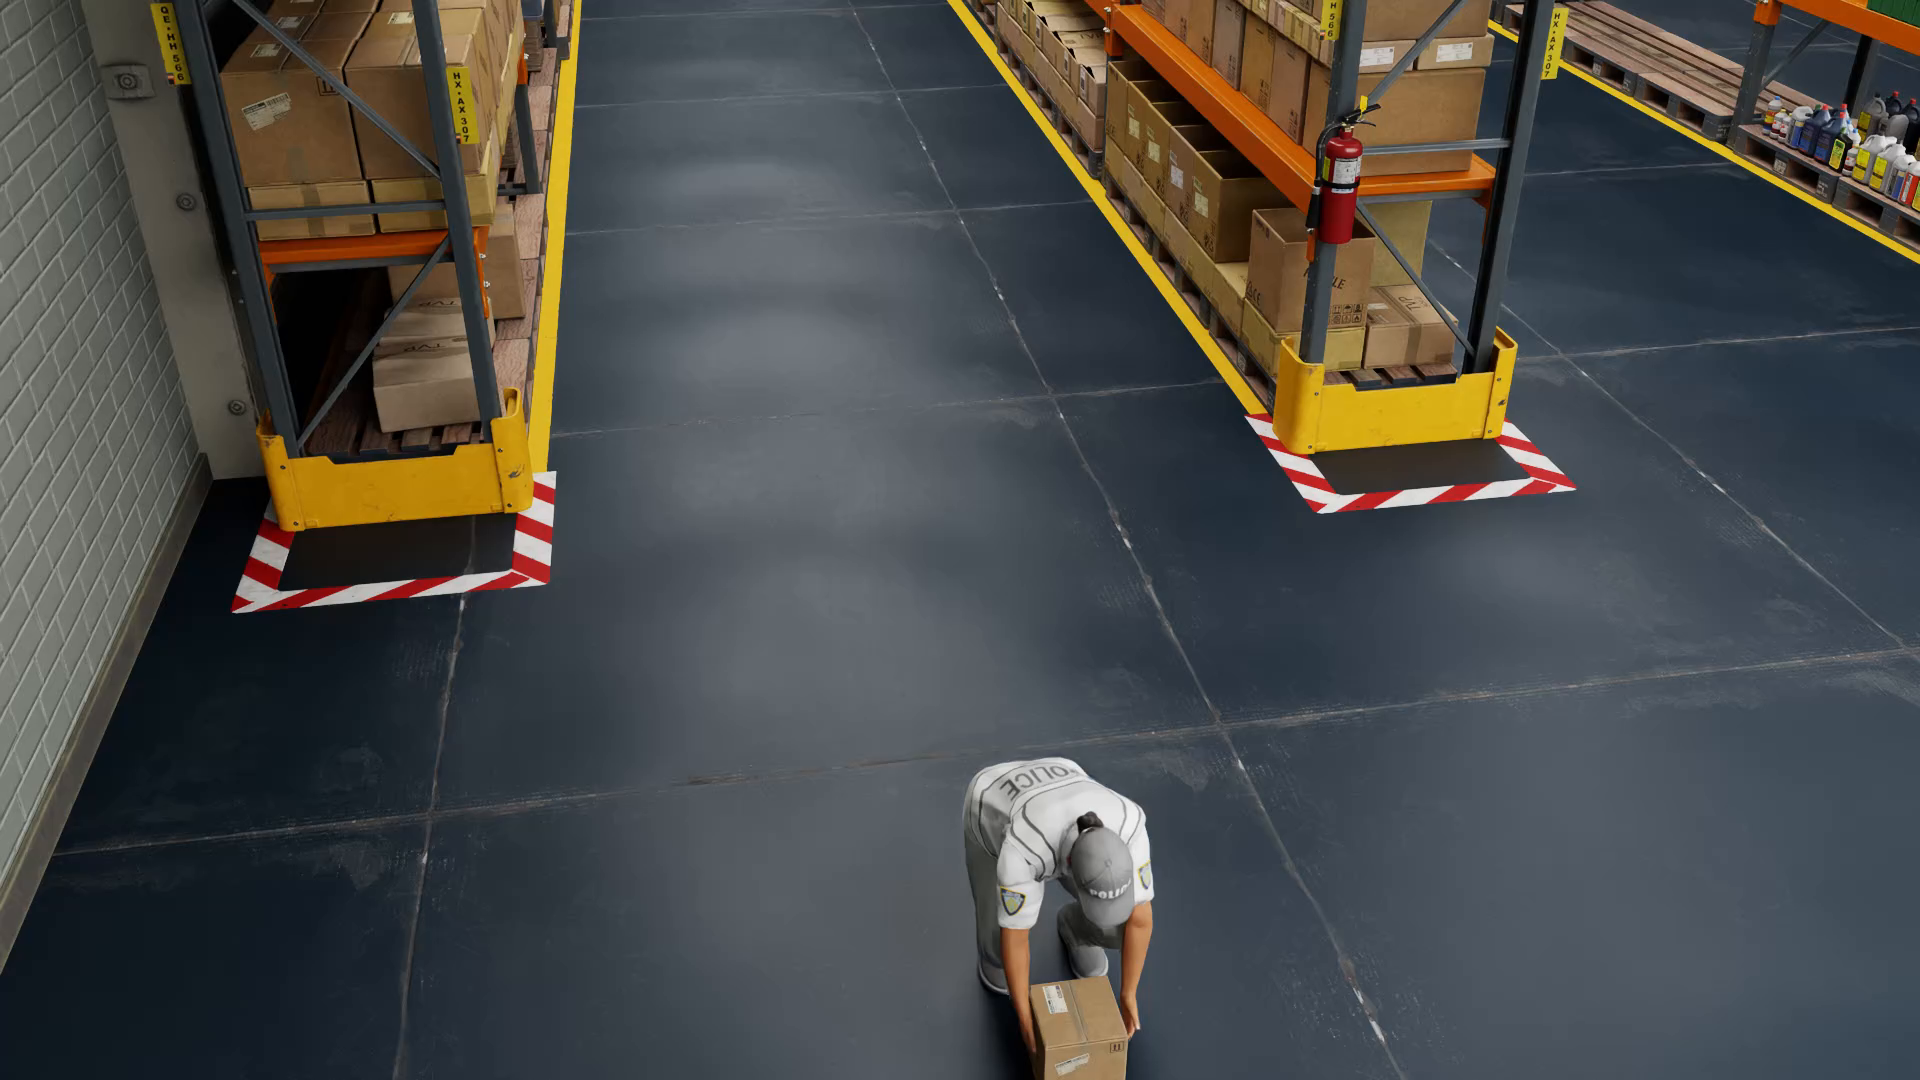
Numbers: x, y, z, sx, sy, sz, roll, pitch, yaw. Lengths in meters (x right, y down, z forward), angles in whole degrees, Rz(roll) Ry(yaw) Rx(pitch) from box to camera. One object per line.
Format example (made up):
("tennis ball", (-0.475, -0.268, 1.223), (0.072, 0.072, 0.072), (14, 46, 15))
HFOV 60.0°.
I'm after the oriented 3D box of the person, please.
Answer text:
("person", (0.294, 1.049, 5.139), (0.522, 0.890, 0.861), (-5, 31, -9))
